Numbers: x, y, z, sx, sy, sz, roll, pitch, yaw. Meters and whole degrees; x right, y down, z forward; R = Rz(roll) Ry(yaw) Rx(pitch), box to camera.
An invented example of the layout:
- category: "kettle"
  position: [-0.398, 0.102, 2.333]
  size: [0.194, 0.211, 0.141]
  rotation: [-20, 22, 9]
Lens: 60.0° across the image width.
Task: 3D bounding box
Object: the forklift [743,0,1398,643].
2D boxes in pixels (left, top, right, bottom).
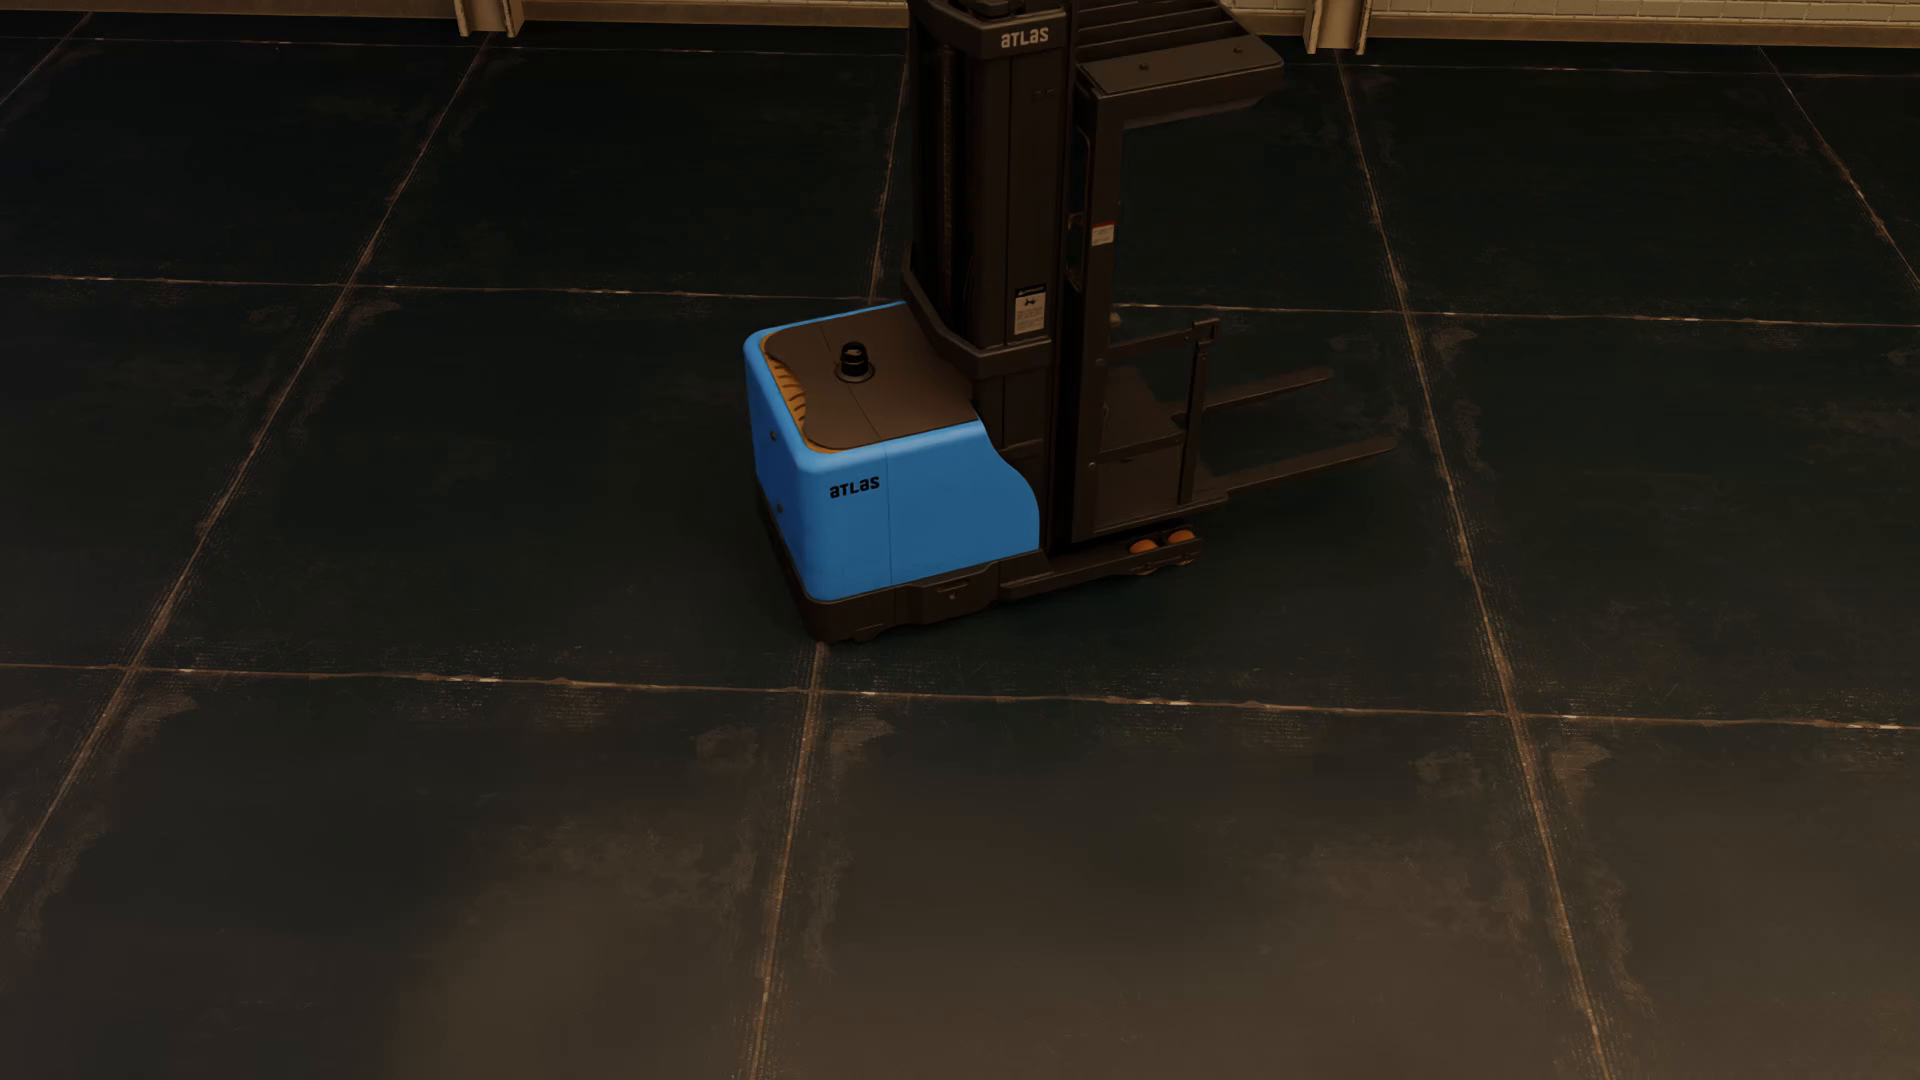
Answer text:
- category: "forklift"
  position: [0.601, -1.241, 7.102]
  size: [3.031, 2.935, 1.130]
  rotation: [-14, 44, -15]
